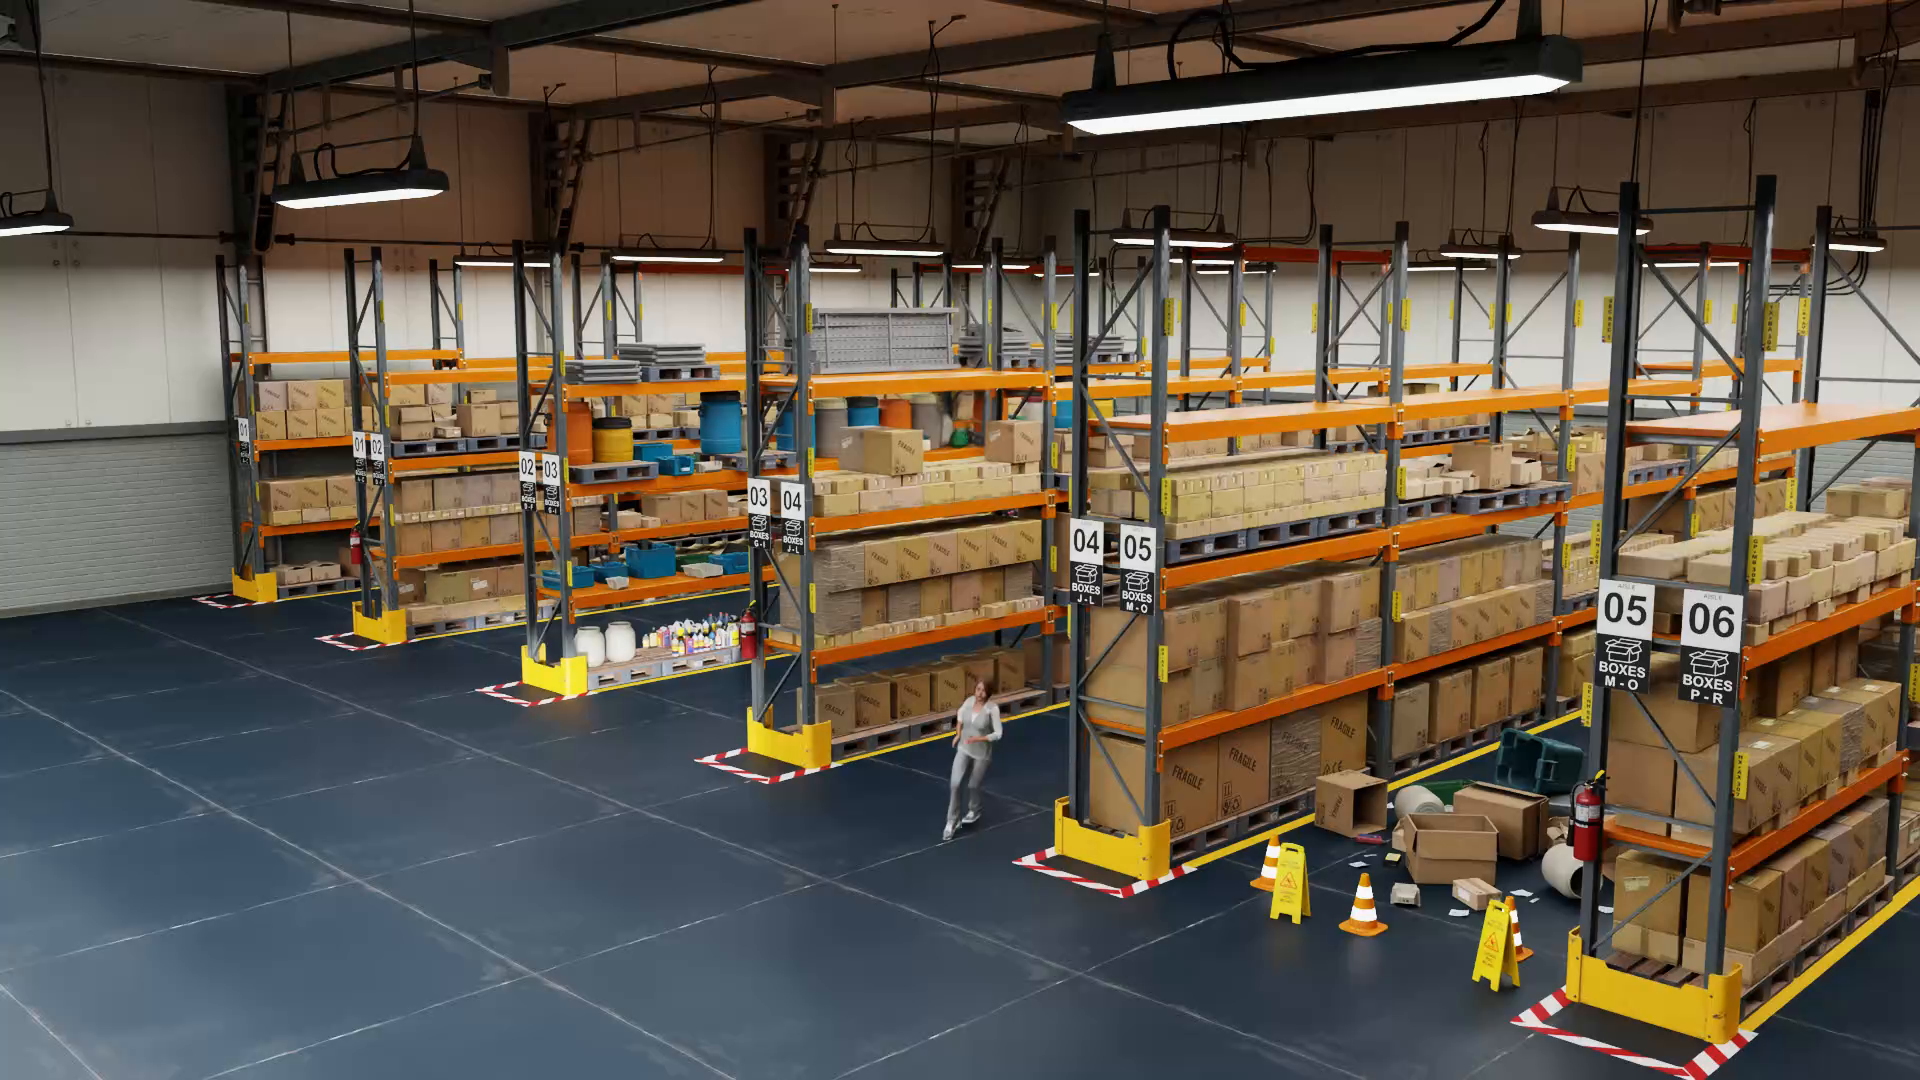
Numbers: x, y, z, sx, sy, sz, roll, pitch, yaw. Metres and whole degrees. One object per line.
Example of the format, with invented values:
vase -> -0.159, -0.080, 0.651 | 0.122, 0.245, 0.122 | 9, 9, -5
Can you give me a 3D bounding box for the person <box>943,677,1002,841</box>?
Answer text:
person -> 0.173, 2.098, 16.248 | 0.548, 1.578, 0.683 | 3, 9, 19
